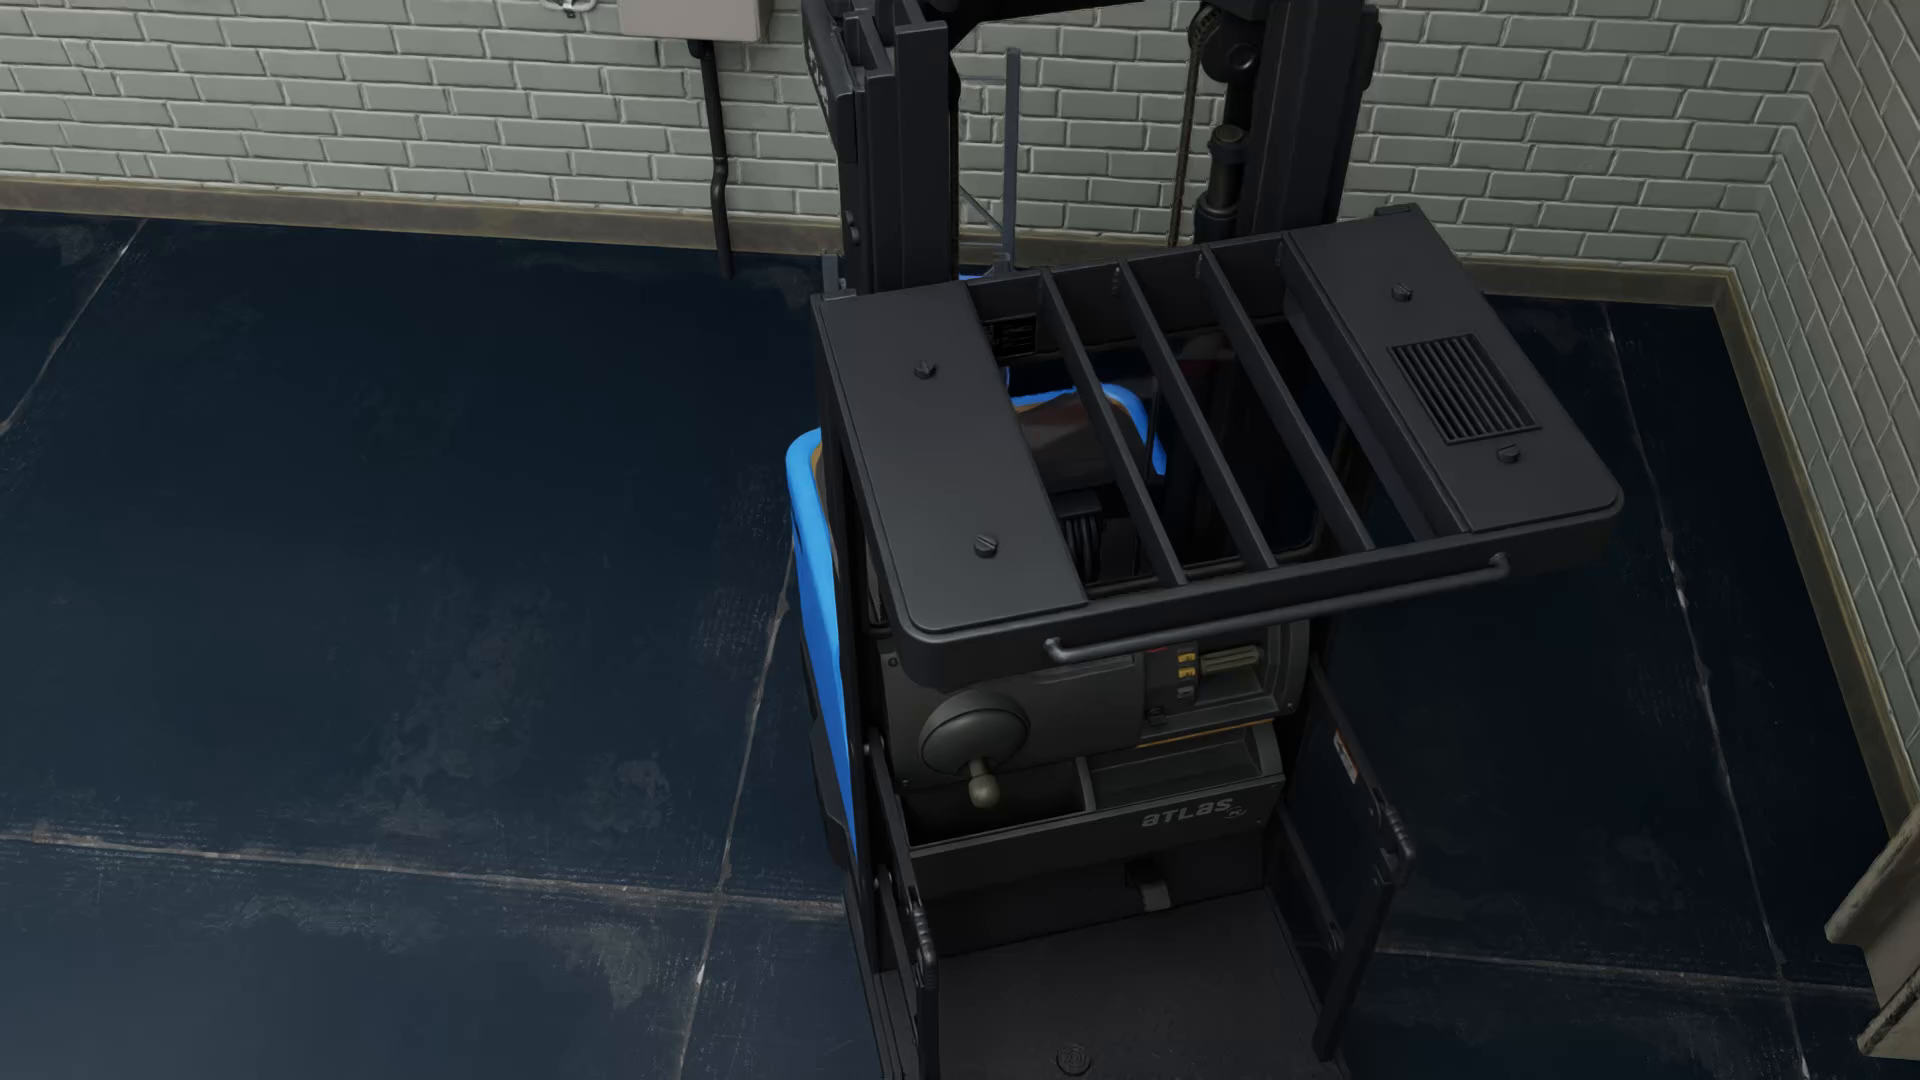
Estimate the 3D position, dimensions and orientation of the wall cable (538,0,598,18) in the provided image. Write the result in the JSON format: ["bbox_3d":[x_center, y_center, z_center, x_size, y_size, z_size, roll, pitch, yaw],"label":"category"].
[{"bbox_3d":[-1.583,-2.571,5.380,0.588,1.984,0.122,4,48,4],"label":"wall cable"}]

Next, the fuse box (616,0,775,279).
[{"bbox_3d":[-0.918,-1.632,6.083,0.539,1.711,0.414,4,48,4],"label":"fuse box"}]

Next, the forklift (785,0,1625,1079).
[{"bbox_3d":[0.349,0.413,3.386,1.130,2.935,3.031,-10,48,-9],"label":"forklift"}]

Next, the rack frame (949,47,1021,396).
[{"bbox_3d":[-0.064,-1.002,5.650,0.500,1.500,0.032,2,48,2],"label":"rack frame"}]

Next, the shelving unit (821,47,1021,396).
[{"bbox_3d":[-0.091,-0.627,5.307,0.538,1.500,1.048,2,48,2],"label":"shelving unit"}]

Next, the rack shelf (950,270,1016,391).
[{"bbox_3d":[-0.091,-0.506,5.440,0.538,0.185,1.000,2,48,2],"label":"rack shelf"}]

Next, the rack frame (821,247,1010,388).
[{"bbox_3d":[-0.117,-0.252,4.964,0.500,1.500,0.032,2,48,2],"label":"rack frame"}]
